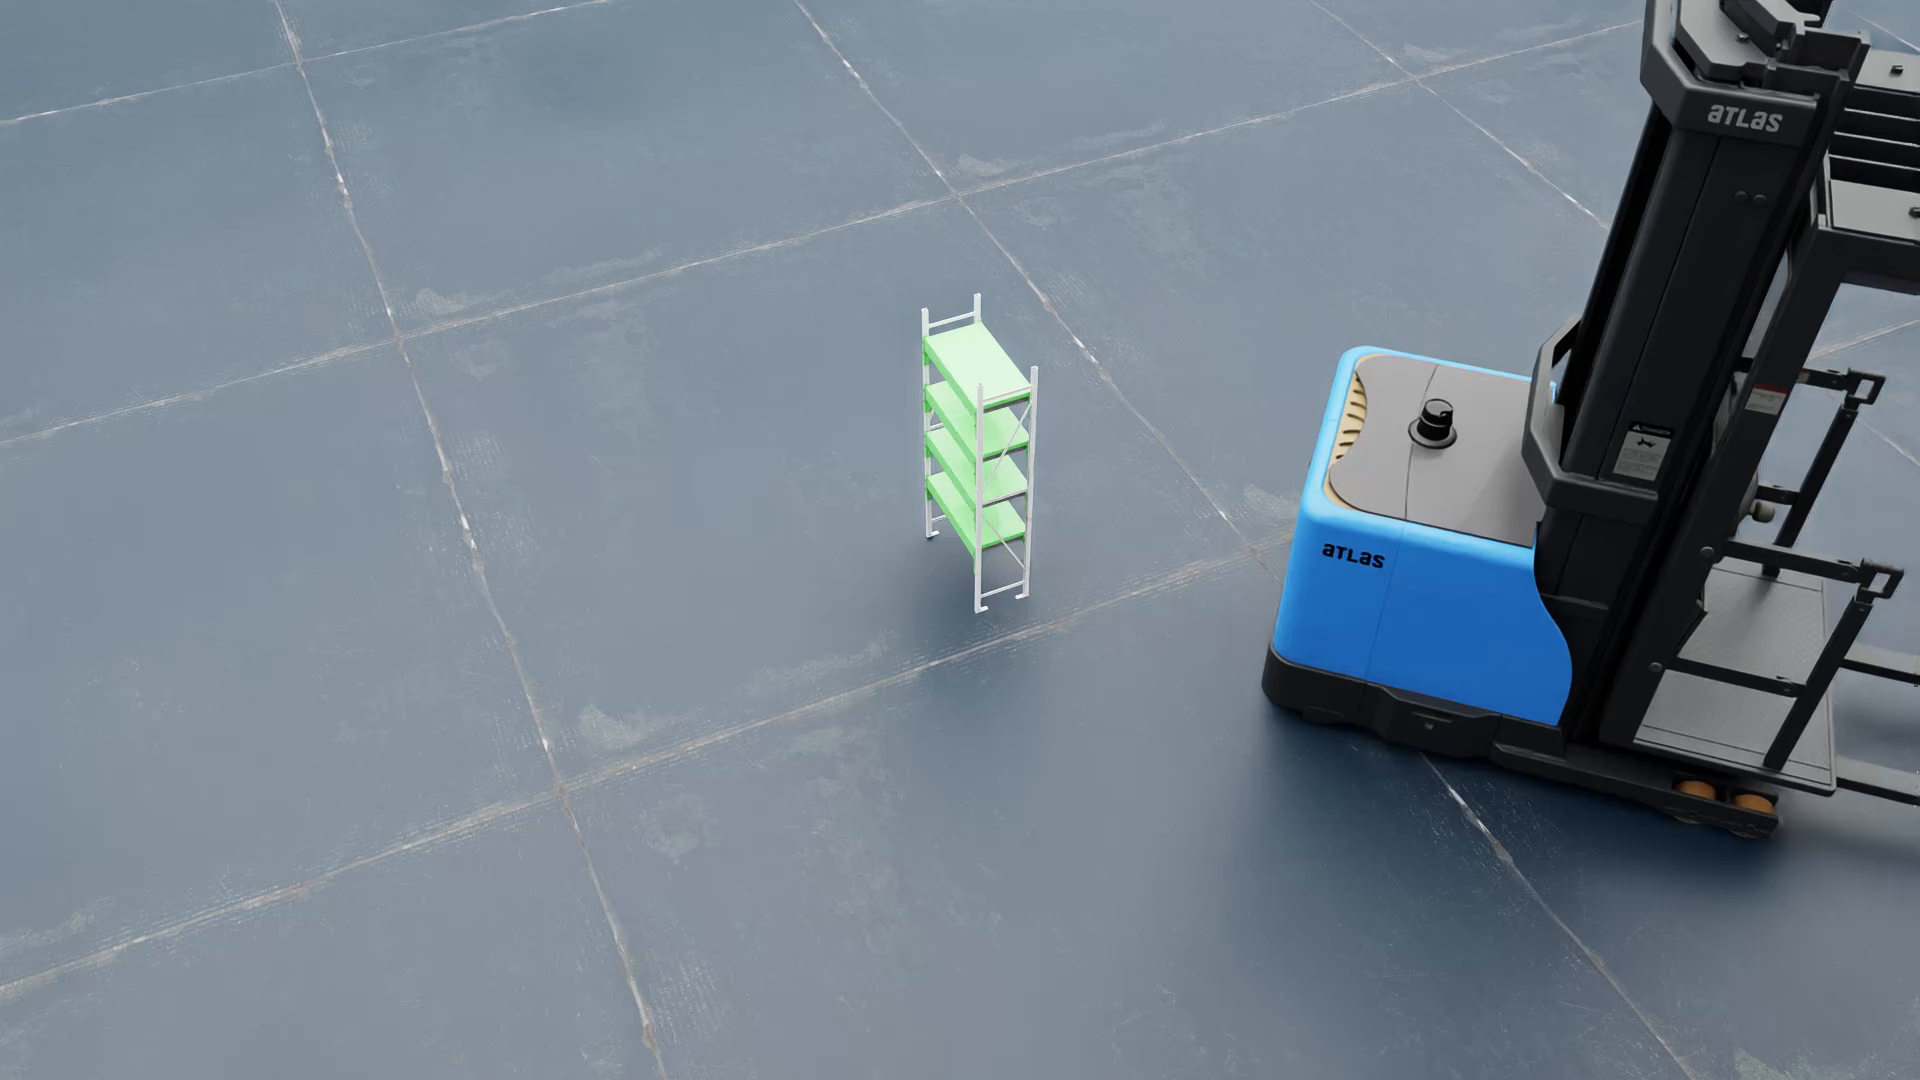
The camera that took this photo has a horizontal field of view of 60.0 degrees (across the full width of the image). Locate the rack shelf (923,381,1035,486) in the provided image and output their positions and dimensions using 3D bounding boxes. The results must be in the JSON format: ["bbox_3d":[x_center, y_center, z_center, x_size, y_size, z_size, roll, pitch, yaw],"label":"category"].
[{"bbox_3d":[0.070,-0.447,6.467,0.258,0.148,0.480,-18,47,-17],"label":"rack shelf"}]

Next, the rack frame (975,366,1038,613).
[{"bbox_3d":[0.172,-0.166,6.433,0.240,1.200,0.015,-18,47,-17],"label":"rack frame"}]

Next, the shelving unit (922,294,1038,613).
[{"bbox_3d":[0.070,-0.322,6.591,0.258,1.200,0.503,-18,47,-17],"label":"shelving unit"}]

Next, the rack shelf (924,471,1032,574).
[{"bbox_3d":[0.070,-0.105,6.804,0.258,0.148,0.480,-18,47,-17],"label":"rack shelf"}]

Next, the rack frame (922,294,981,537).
[{"bbox_3d":[-0.033,-0.477,6.748,0.240,1.200,0.015,-18,47,-17],"label":"rack frame"}]

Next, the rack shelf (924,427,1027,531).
[{"bbox_3d":[0.070,-0.276,6.635,0.258,0.148,0.480,-18,47,-17],"label":"rack shelf"}]

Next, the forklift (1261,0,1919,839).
[{"bbox_3d":[2.743,-0.387,5.425,3.031,2.935,1.130,13,46,13],"label":"forklift"}]

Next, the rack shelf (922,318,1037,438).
[{"bbox_3d":[0.070,-0.618,6.298,0.258,0.148,0.480,-18,47,-17],"label":"rack shelf"}]
